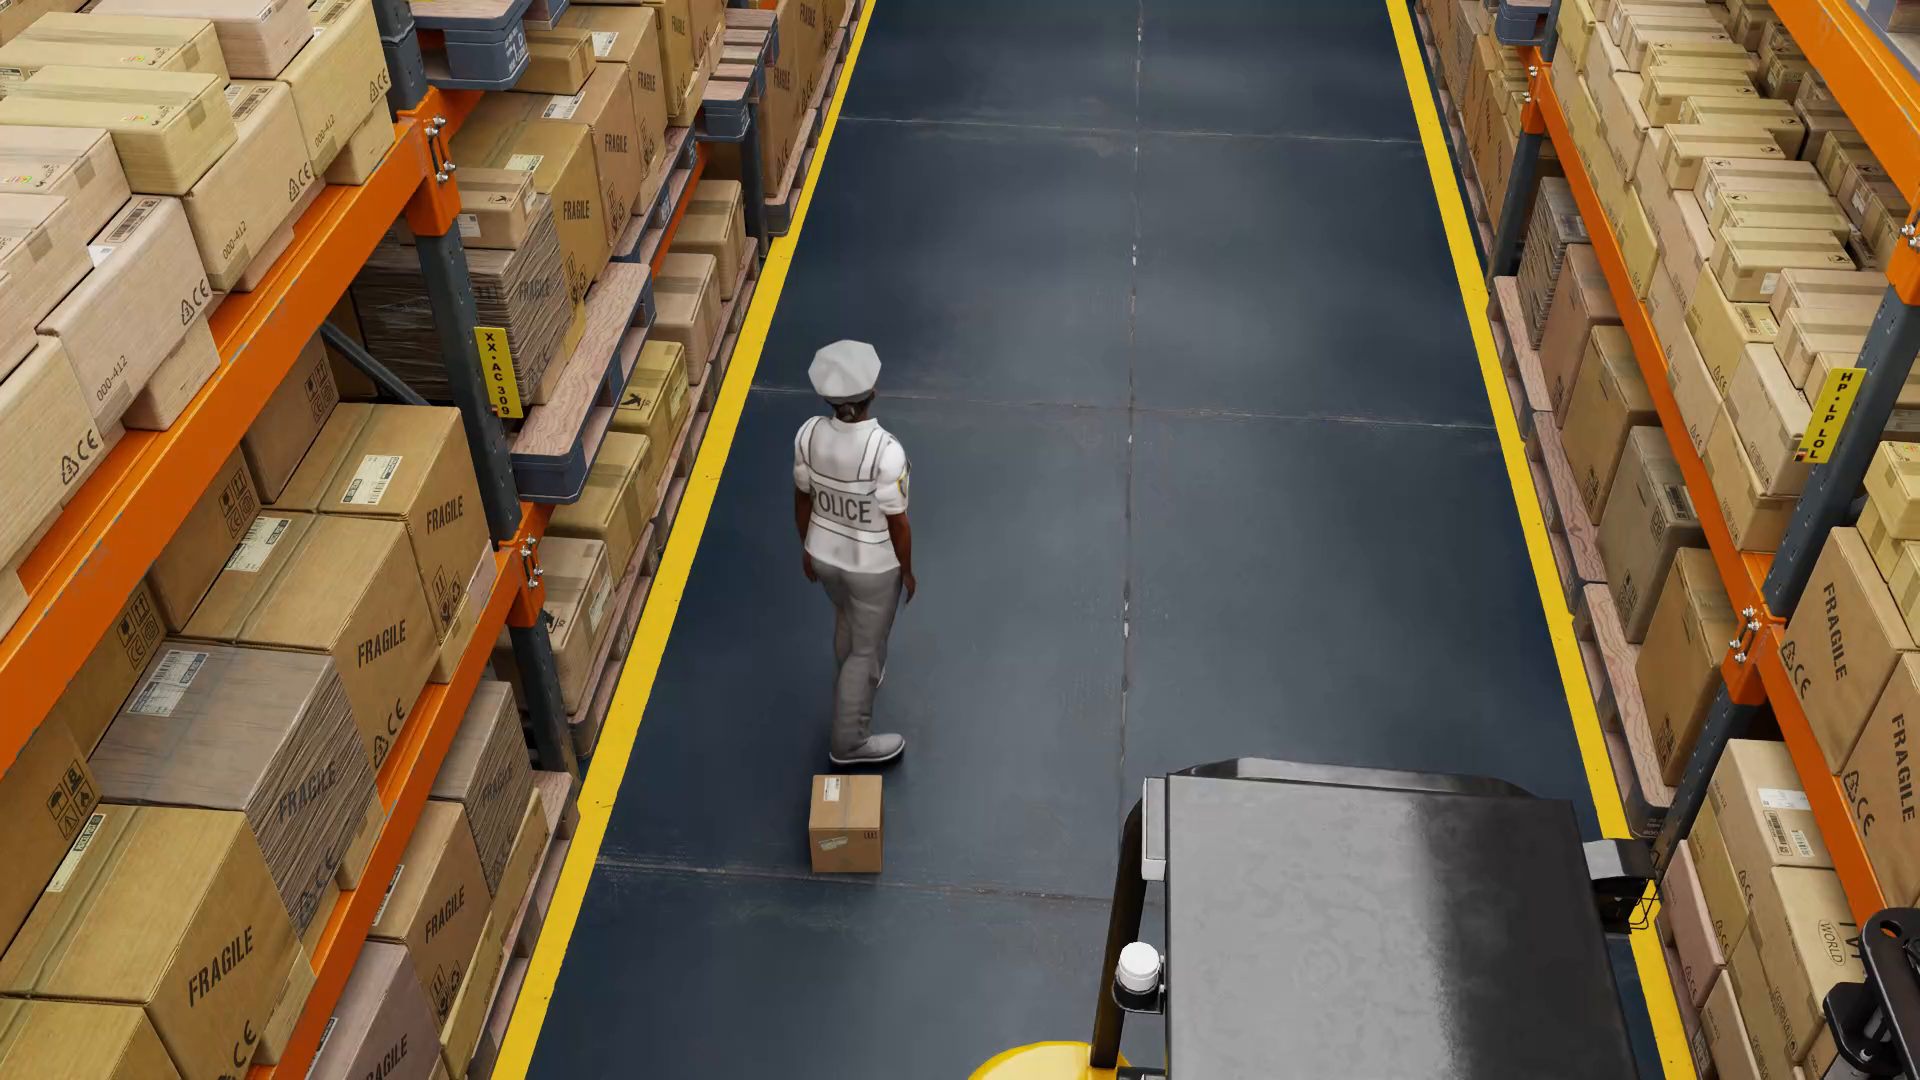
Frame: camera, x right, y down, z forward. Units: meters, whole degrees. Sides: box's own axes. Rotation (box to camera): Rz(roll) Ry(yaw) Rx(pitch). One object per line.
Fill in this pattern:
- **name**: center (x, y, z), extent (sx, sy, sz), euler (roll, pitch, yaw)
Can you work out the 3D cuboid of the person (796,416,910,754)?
- **person**: center (-0.397, 0.156, 6.095), extent (0.384, 1.363, 0.507), euler (22, 45, 24)
